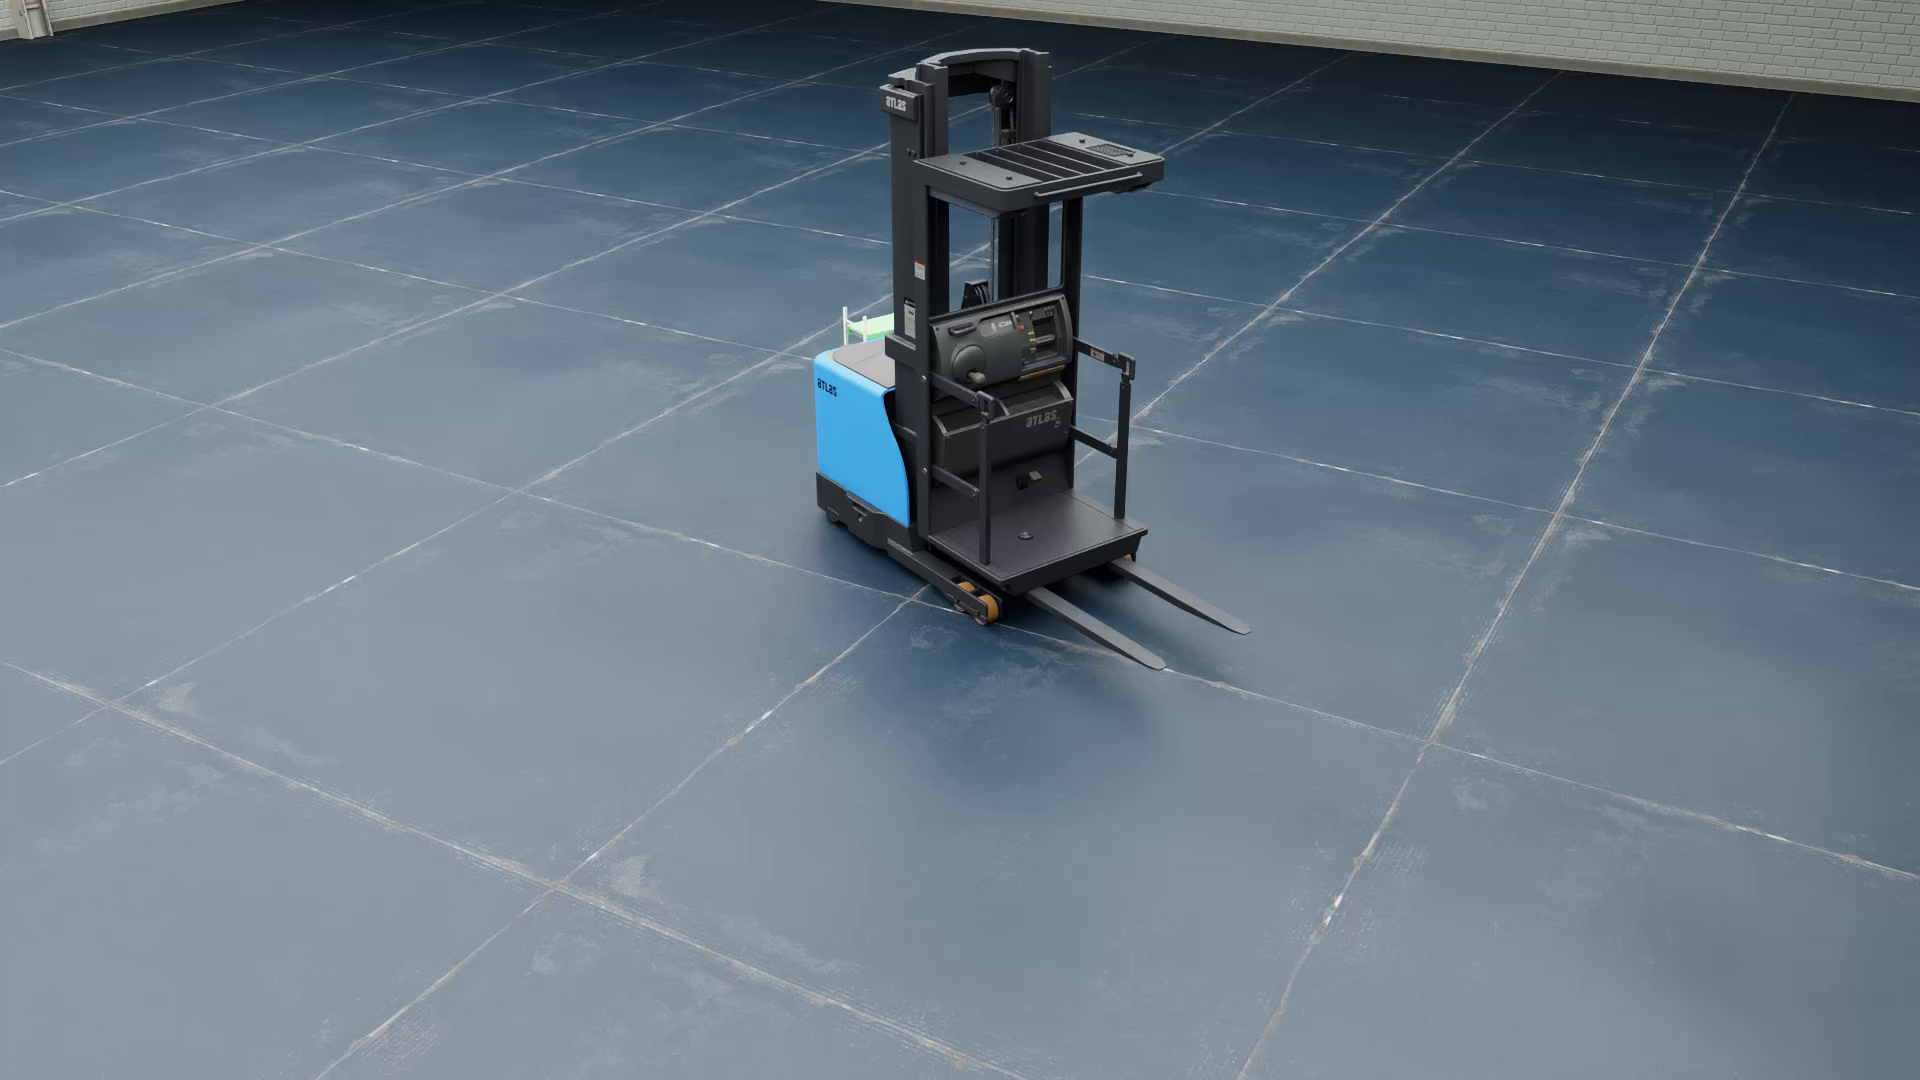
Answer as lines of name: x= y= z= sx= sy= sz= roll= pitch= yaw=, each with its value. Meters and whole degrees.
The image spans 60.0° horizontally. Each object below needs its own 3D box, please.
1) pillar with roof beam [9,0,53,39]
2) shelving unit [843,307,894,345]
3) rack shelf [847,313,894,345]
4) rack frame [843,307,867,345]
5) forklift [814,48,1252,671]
pillar with roof beam: x=-10.672 y=-10.935 z=22.042 sx=9.100 sy=9.000 sz=0.400 roll=14 pitch=30 yaw=26
shelving unit: x=-0.466 y=-0.958 z=10.823 sx=0.503 sy=1.200 sz=0.258 roll=-19 pitch=32 yaw=-33
rack shelf: x=-0.466 y=-1.330 z=10.637 sx=0.480 sy=0.148 sz=0.258 roll=-19 pitch=32 yaw=-33
rack frame: x=-0.659 y=-0.891 z=10.690 sx=0.015 sy=1.200 sz=0.240 roll=-19 pitch=32 yaw=-33
forklift: x=0.374 y=-1.085 z=9.143 sx=1.130 sy=2.935 sz=3.031 roll=-18 pitch=32 yaw=-32
